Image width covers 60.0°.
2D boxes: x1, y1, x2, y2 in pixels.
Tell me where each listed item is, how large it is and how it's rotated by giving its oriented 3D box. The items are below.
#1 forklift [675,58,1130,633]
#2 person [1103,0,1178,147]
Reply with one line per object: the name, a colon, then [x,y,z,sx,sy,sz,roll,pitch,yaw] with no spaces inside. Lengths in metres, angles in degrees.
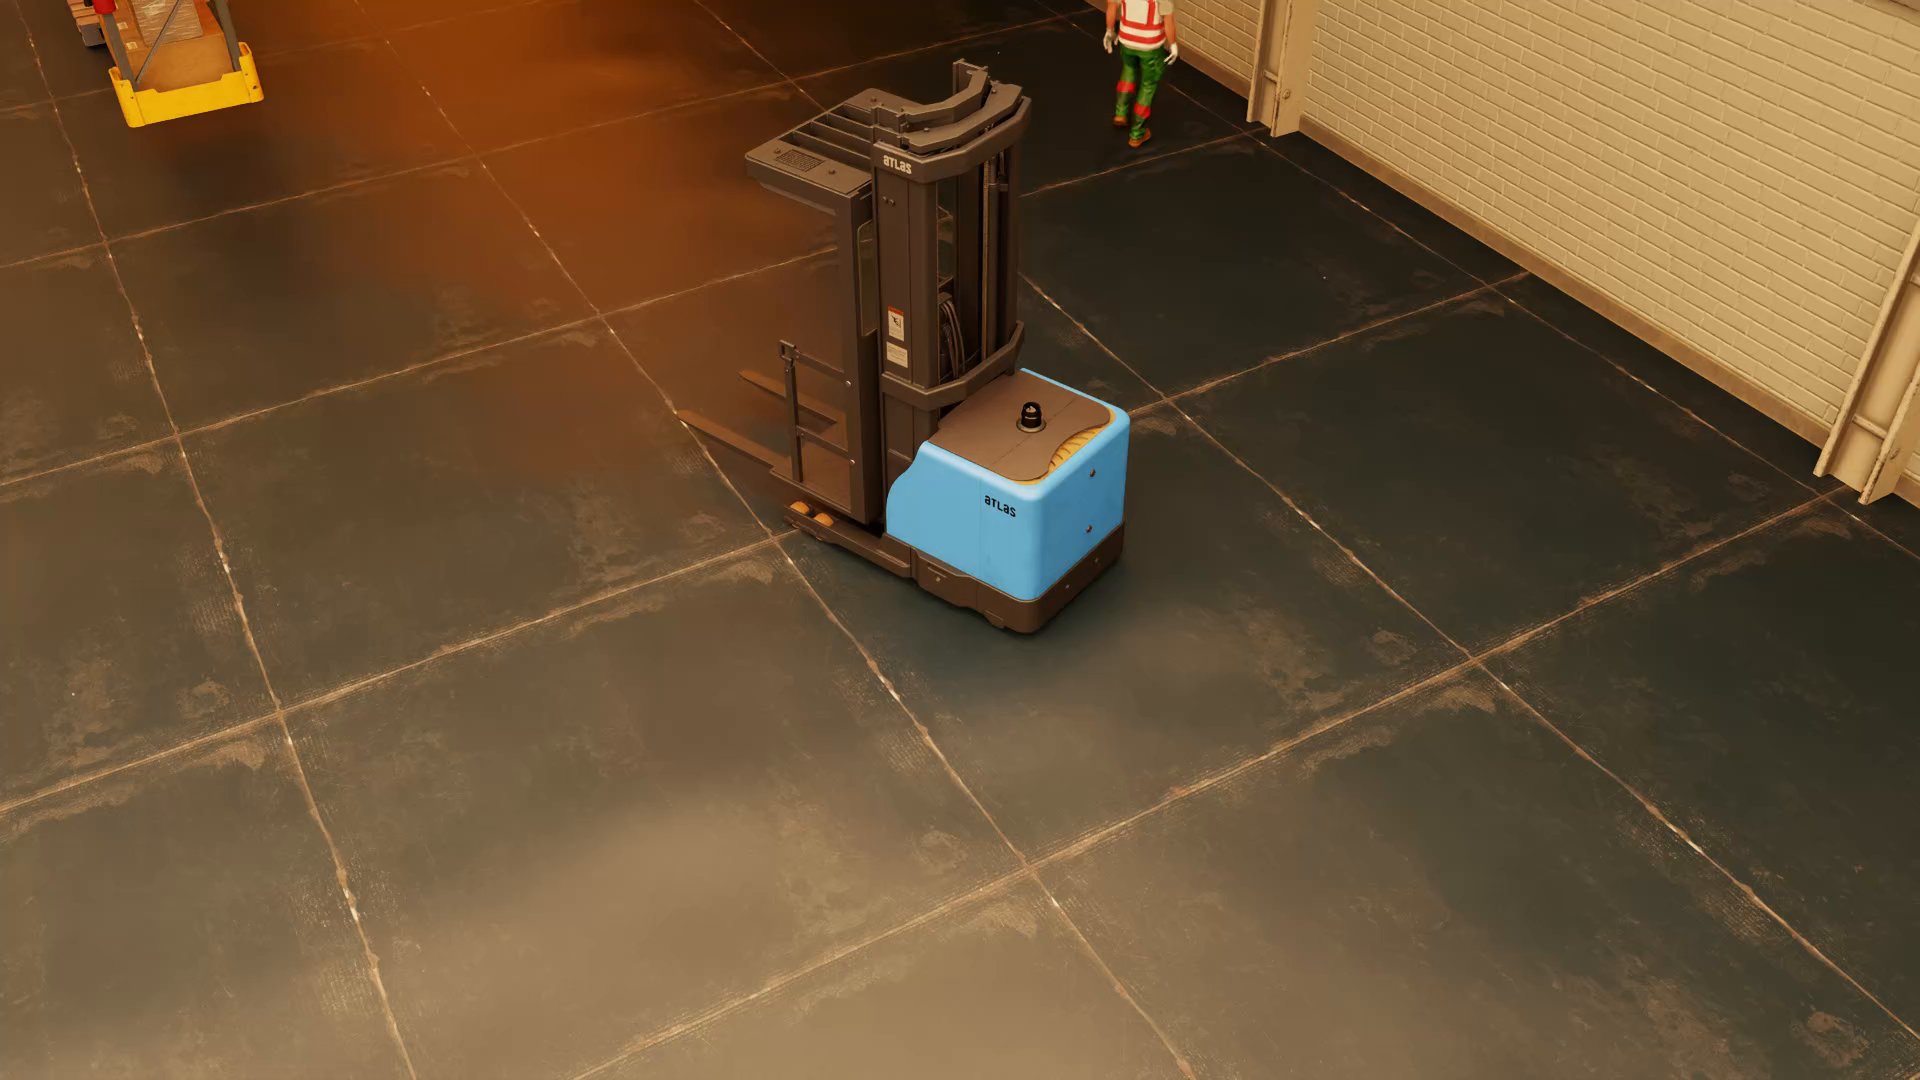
forklift: [-0.481,-1.366,9.683,3.031,2.935,1.130,26,46,28]
person: [1.559,-4.234,14.083,0.657,1.803,0.486,22,44,24]
